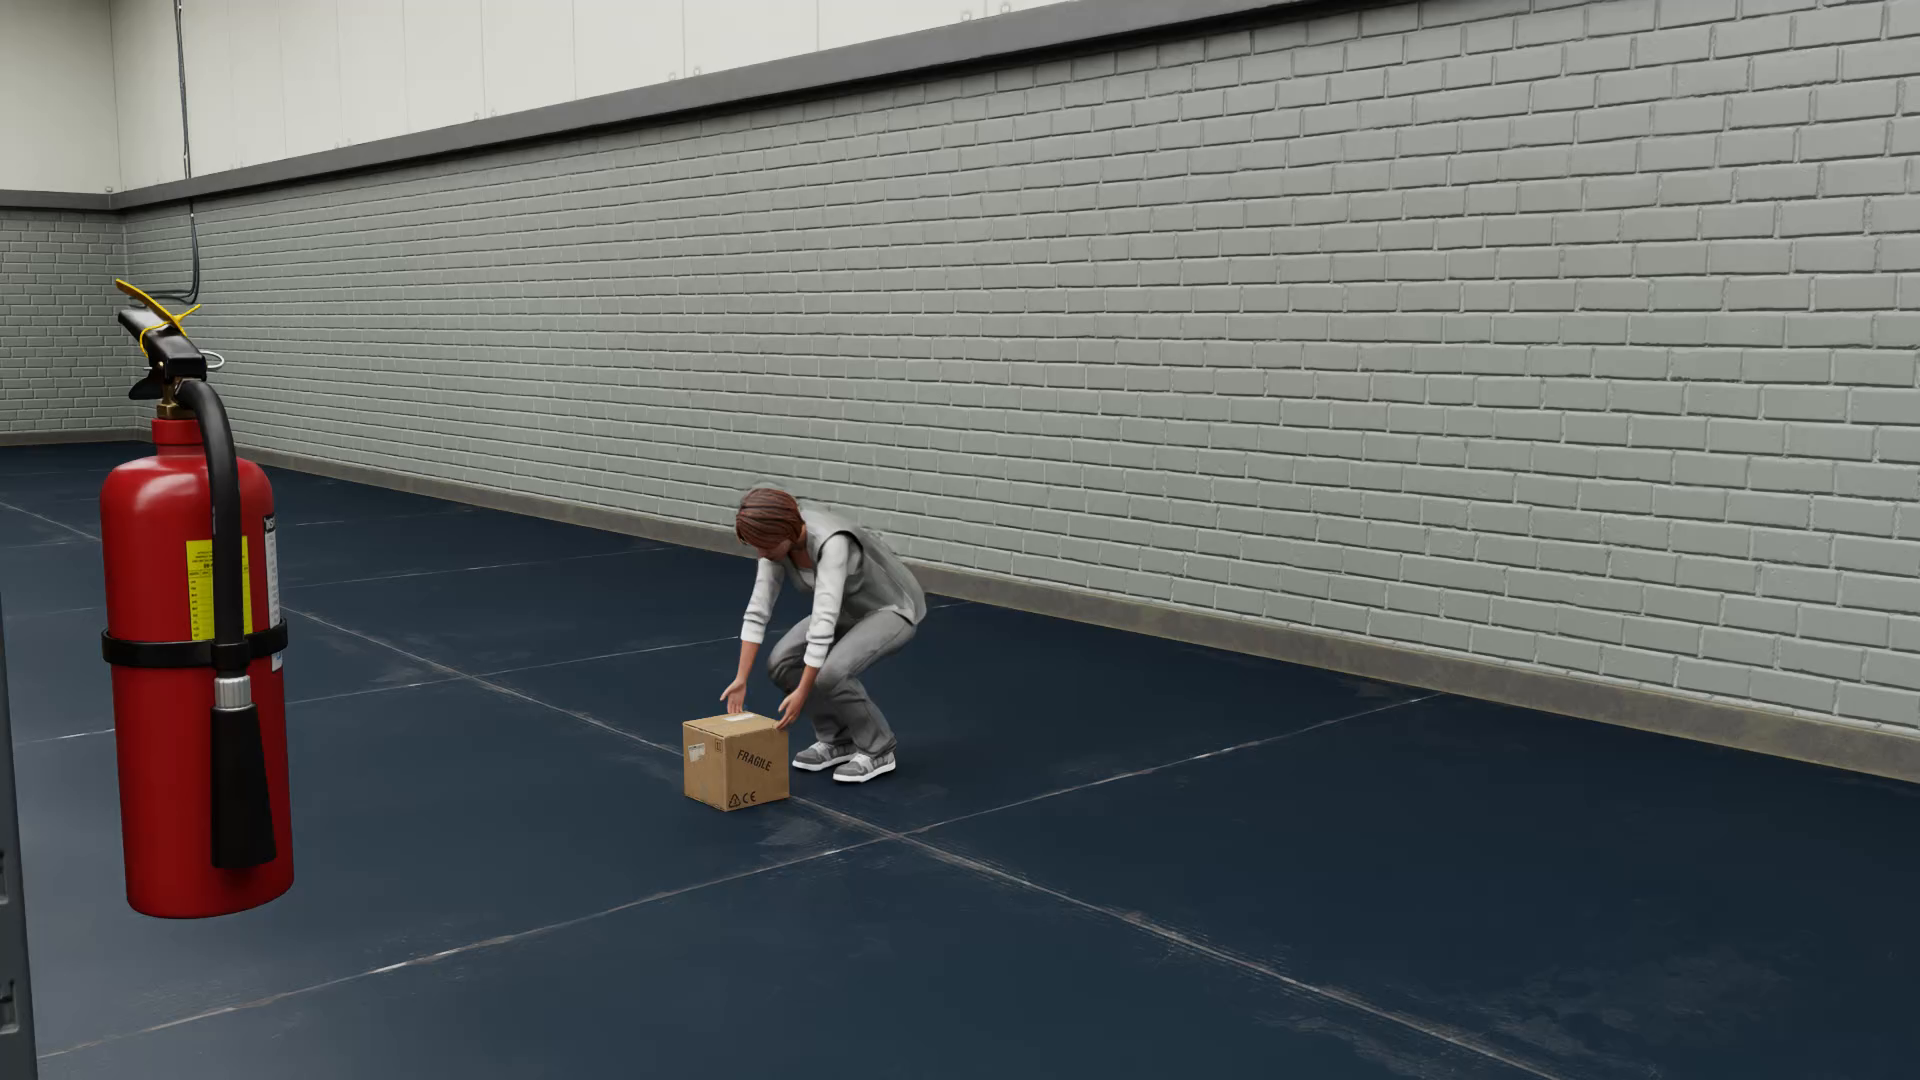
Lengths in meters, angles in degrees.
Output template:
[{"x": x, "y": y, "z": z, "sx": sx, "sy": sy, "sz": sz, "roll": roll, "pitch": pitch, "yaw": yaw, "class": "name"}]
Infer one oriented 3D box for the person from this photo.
[{"x": -0.507, "y": 0.495, "z": 5.661, "sx": 0.858, "sy": 0.701, "sz": 0.421, "roll": -7, "pitch": 10, "yaw": -42, "class": "person"}]
